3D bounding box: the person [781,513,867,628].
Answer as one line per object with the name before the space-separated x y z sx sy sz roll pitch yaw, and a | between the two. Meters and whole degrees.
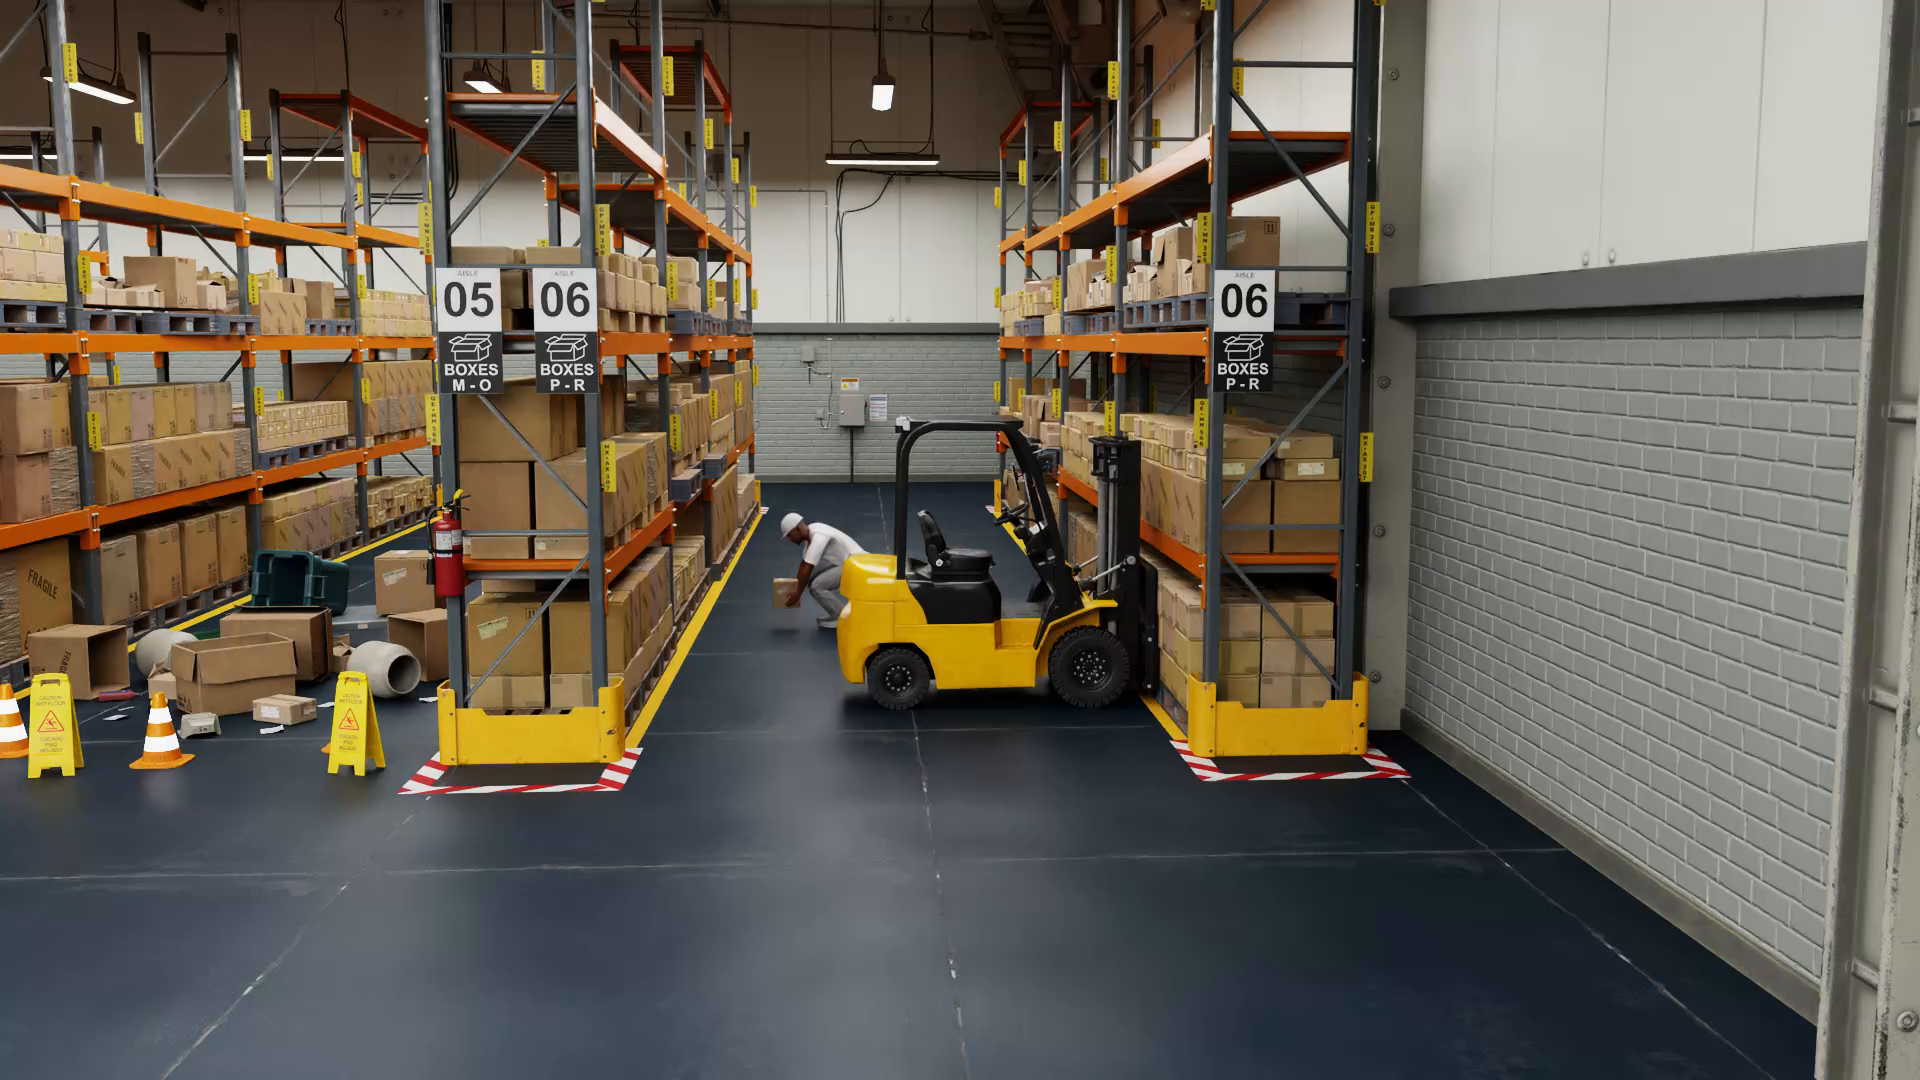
person | -1.290 0.287 16.016 0.860 1.111 0.603 0 7 -4
